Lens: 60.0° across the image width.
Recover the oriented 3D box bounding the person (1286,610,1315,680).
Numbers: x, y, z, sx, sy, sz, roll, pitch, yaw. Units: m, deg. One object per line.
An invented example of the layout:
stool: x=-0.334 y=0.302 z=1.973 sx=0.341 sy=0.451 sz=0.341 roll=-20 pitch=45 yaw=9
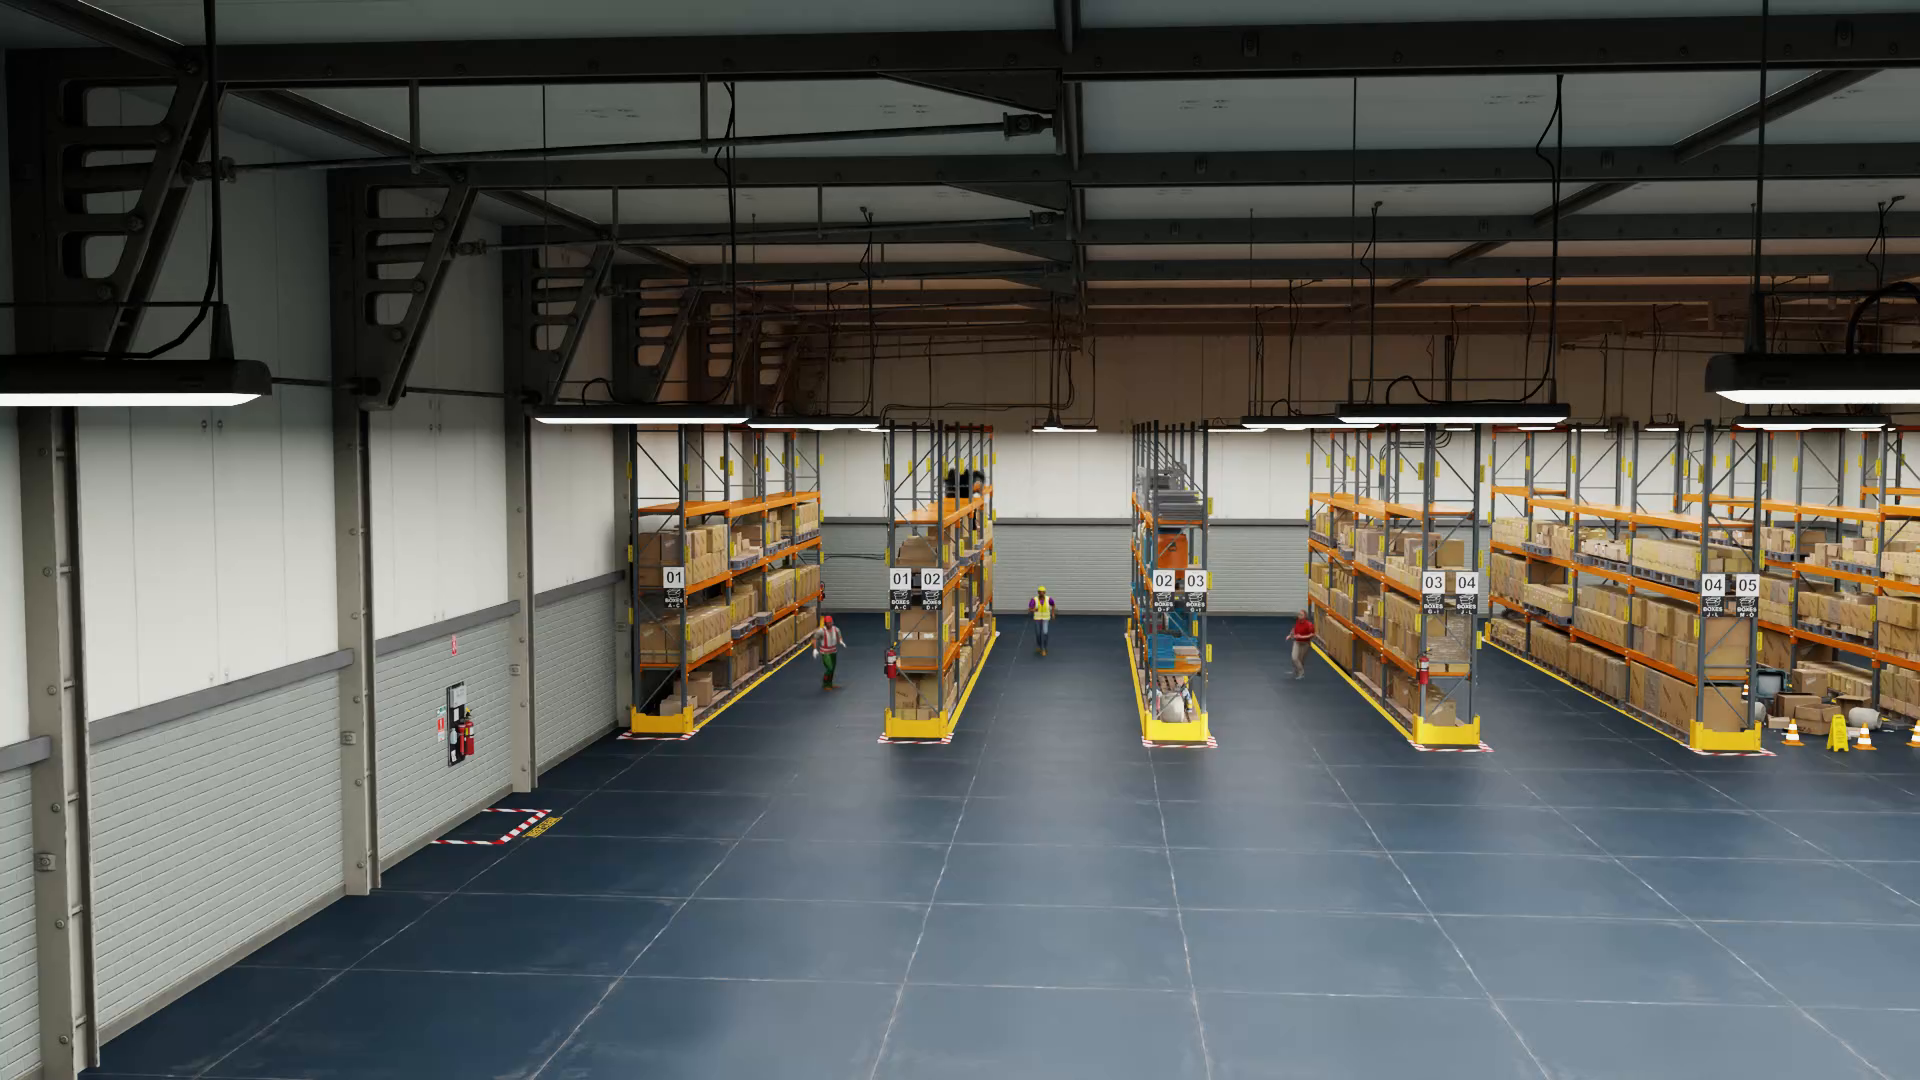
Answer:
person: x=8.006 y=2.456 z=38.998 sx=0.782 sy=1.671 sz=0.691 roll=3 pitch=4 yaw=35

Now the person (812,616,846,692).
person: x=-2.899 y=2.540 z=37.178 sx=0.681 sy=1.737 sz=0.812 roll=-3 pitch=5 yaw=-43

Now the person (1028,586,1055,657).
person: x=2.120 y=2.104 z=43.172 sx=0.685 sy=1.821 sz=0.854 roll=0 pitch=4 yaw=3

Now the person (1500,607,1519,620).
person: x=15.726 y=1.896 z=47.243 sx=0.861 sy=1.748 sz=0.663 roll=0 pitch=4 yaw=1
